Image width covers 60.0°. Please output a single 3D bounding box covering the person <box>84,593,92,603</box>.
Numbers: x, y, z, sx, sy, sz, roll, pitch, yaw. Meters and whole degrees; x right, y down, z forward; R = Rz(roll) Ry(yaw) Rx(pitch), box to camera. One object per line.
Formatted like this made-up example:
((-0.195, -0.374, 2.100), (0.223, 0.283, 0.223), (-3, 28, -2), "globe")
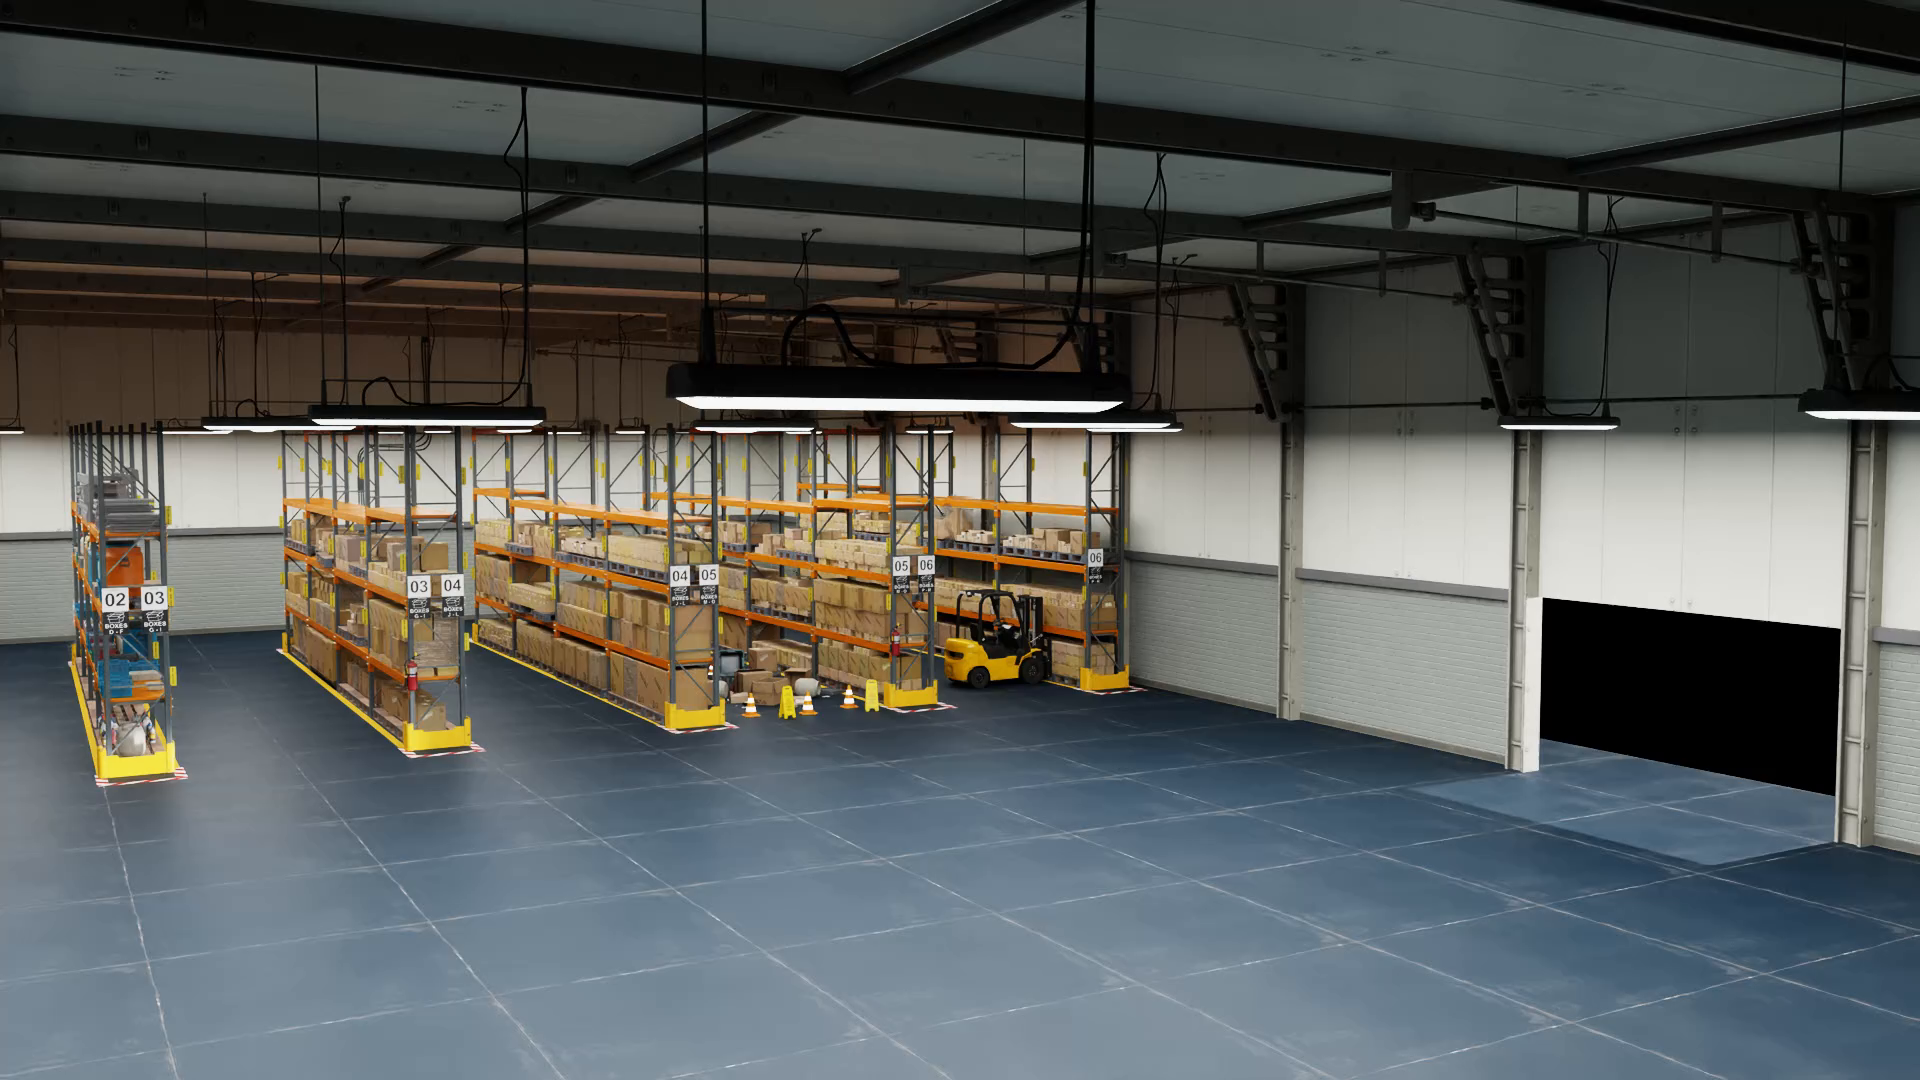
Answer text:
((-22.531, 2.166, 43.223), (0.458, 1.772, 0.562), (-1, 4, -22), "person")
